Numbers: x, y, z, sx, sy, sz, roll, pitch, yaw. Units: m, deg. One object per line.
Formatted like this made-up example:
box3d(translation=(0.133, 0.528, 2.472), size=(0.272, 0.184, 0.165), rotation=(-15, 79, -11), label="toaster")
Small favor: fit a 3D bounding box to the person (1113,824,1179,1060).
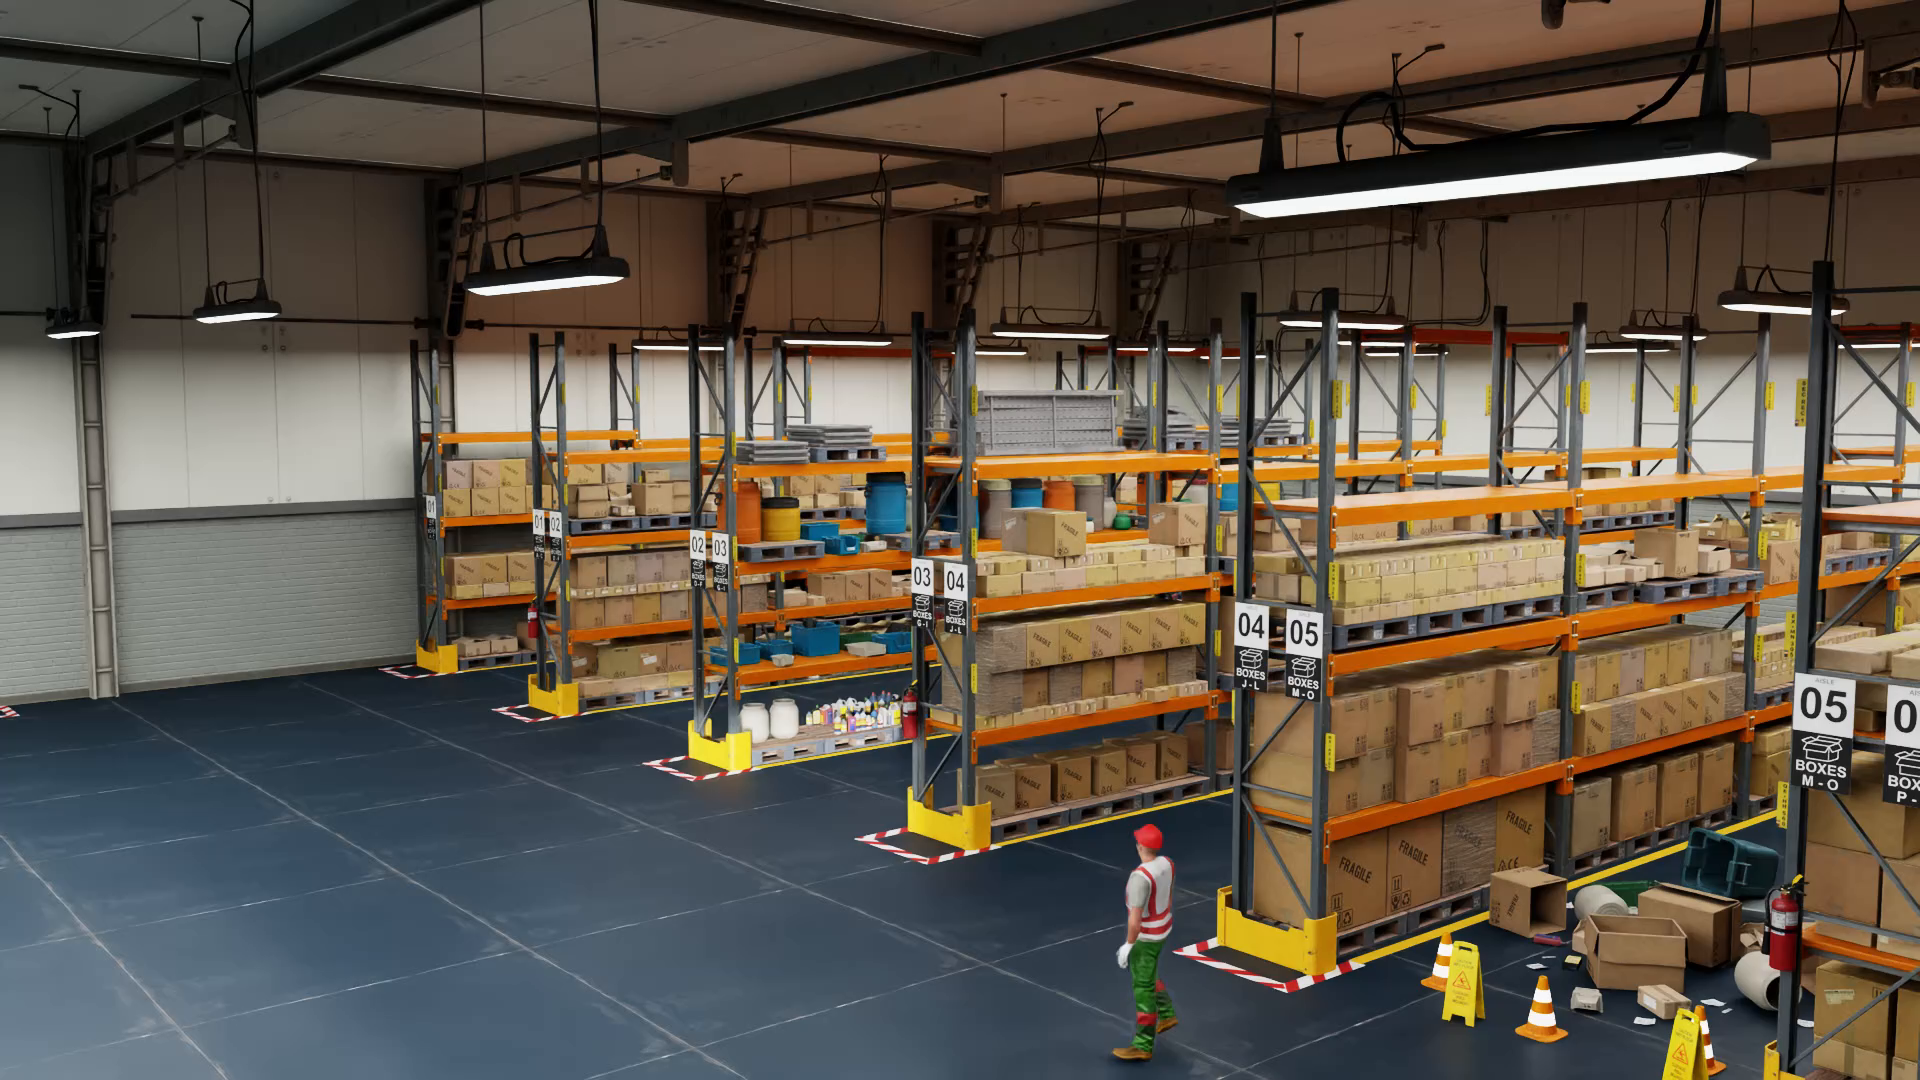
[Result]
box3d(translation=(1.465, 3.068, 12.881), size=(0.422, 1.789, 0.646), rotation=(2, 6, 22), label="person")
